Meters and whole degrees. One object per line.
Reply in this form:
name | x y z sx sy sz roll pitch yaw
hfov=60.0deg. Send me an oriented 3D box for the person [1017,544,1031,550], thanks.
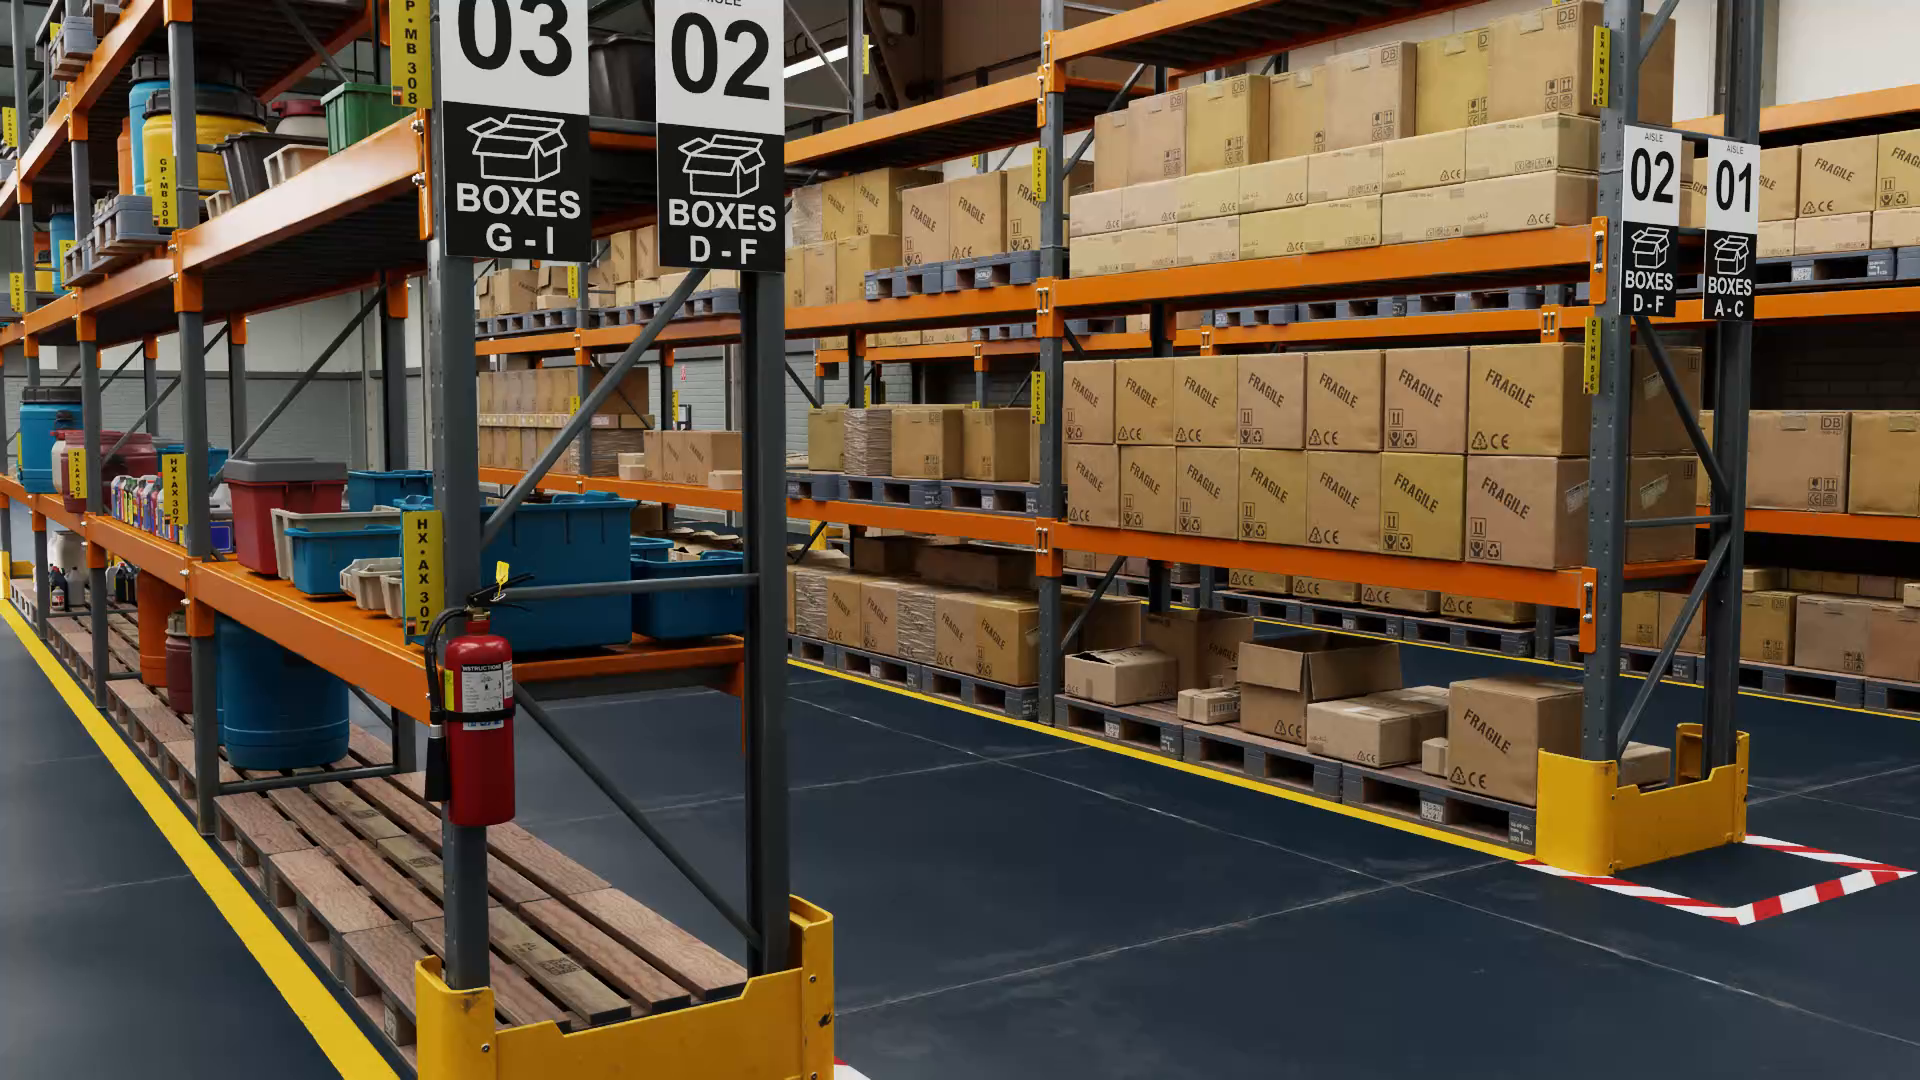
person | 0.783 -0.273 17.648 0.565 1.783 0.376 1 5 16
